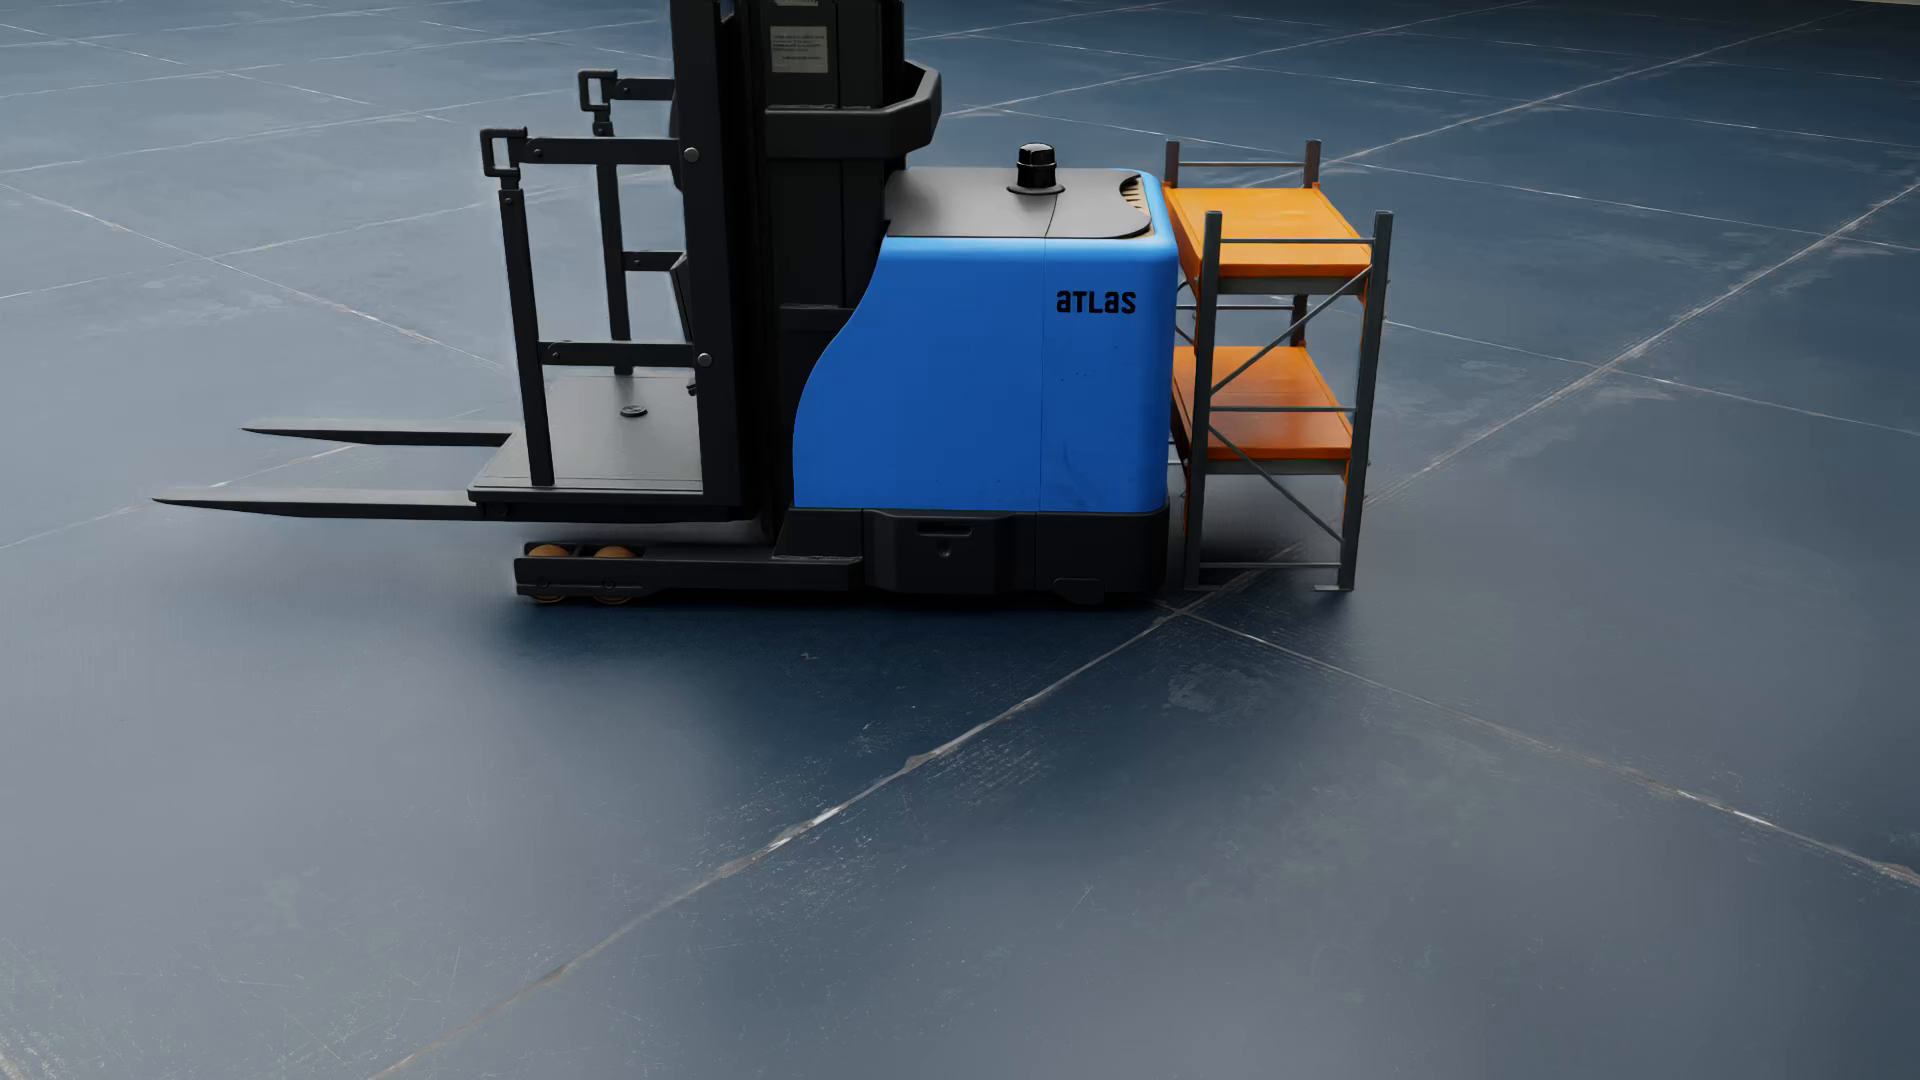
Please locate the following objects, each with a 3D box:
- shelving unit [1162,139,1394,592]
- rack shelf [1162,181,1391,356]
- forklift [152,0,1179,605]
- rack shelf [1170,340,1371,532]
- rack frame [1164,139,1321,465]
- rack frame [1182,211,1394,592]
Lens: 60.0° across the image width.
[{"bbox_3d":[0.914,-0.575,5.158,0.538,1.125,1.048,0,24,0],"label":"shelving unit"},{"bbox_3d":[0.915,-0.842,5.038,0.538,0.278,1.000,0,24,0],"label":"rack shelf"},{"bbox_3d":[-0.895,-1.364,4.709,3.031,2.935,1.130,1,24,3],"label":"forklift"},{"bbox_3d":[0.914,-0.352,5.258,0.538,0.278,1.000,0,24,0],"label":"rack shelf"},{"bbox_3d":[0.918,-0.783,5.622,0.500,1.125,0.032,0,24,0],"label":"rack frame"},{"bbox_3d":[0.911,-0.367,4.694,0.500,1.125,0.032,0,24,0],"label":"rack frame"}]
